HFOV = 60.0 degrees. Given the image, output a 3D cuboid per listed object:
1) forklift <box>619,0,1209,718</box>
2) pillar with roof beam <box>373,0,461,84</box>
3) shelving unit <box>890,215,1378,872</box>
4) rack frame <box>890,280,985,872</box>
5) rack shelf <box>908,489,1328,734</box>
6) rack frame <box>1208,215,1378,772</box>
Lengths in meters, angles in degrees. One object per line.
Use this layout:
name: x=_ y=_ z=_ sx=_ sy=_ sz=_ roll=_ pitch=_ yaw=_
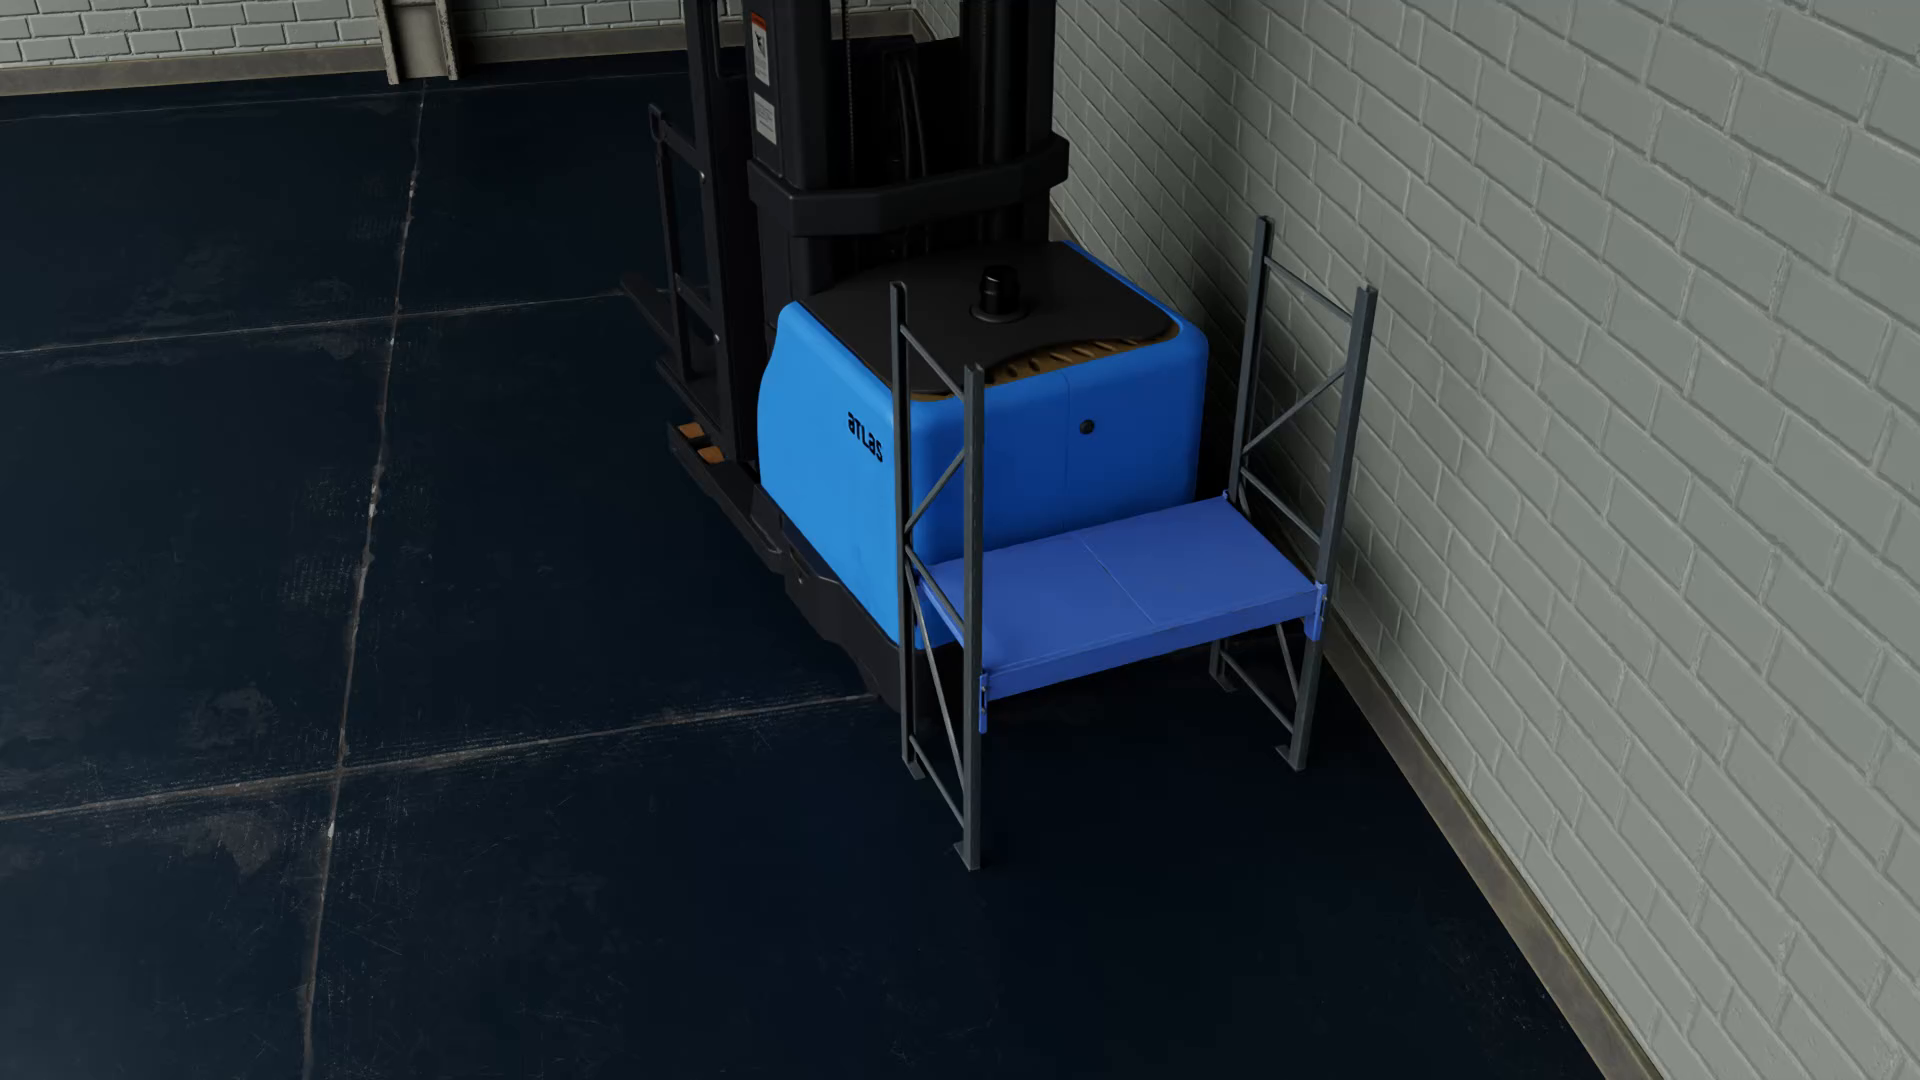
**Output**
forklift: x=-0.421 y=-1.498 z=5.352 sx=1.130 sy=2.935 sz=3.031 roll=-17 pitch=37 yaw=-23
pillar with roof beam: x=-2.226 y=-4.168 z=3.886 sx=0.400 sy=9.000 sz=9.100 roll=-7 pitch=35 yaw=-11
shelving unit: x=0.411 y=0.021 z=4.373 sx=1.048 sy=1.500 sz=0.538 roll=-13 pitch=36 yaw=-19
rack frame: x=-0.057 y=0.131 z=4.209 sx=0.032 sy=1.500 sz=0.500 roll=-13 pitch=36 yaw=-19
rack shelf: x=0.411 y=0.170 z=4.473 sx=1.000 sy=0.185 sz=0.538 roll=-13 pitch=36 yaw=-19
rack frame: x=0.879 y=-0.090 z=4.538 sx=0.032 sy=1.500 sz=0.500 roll=-13 pitch=36 yaw=-19
